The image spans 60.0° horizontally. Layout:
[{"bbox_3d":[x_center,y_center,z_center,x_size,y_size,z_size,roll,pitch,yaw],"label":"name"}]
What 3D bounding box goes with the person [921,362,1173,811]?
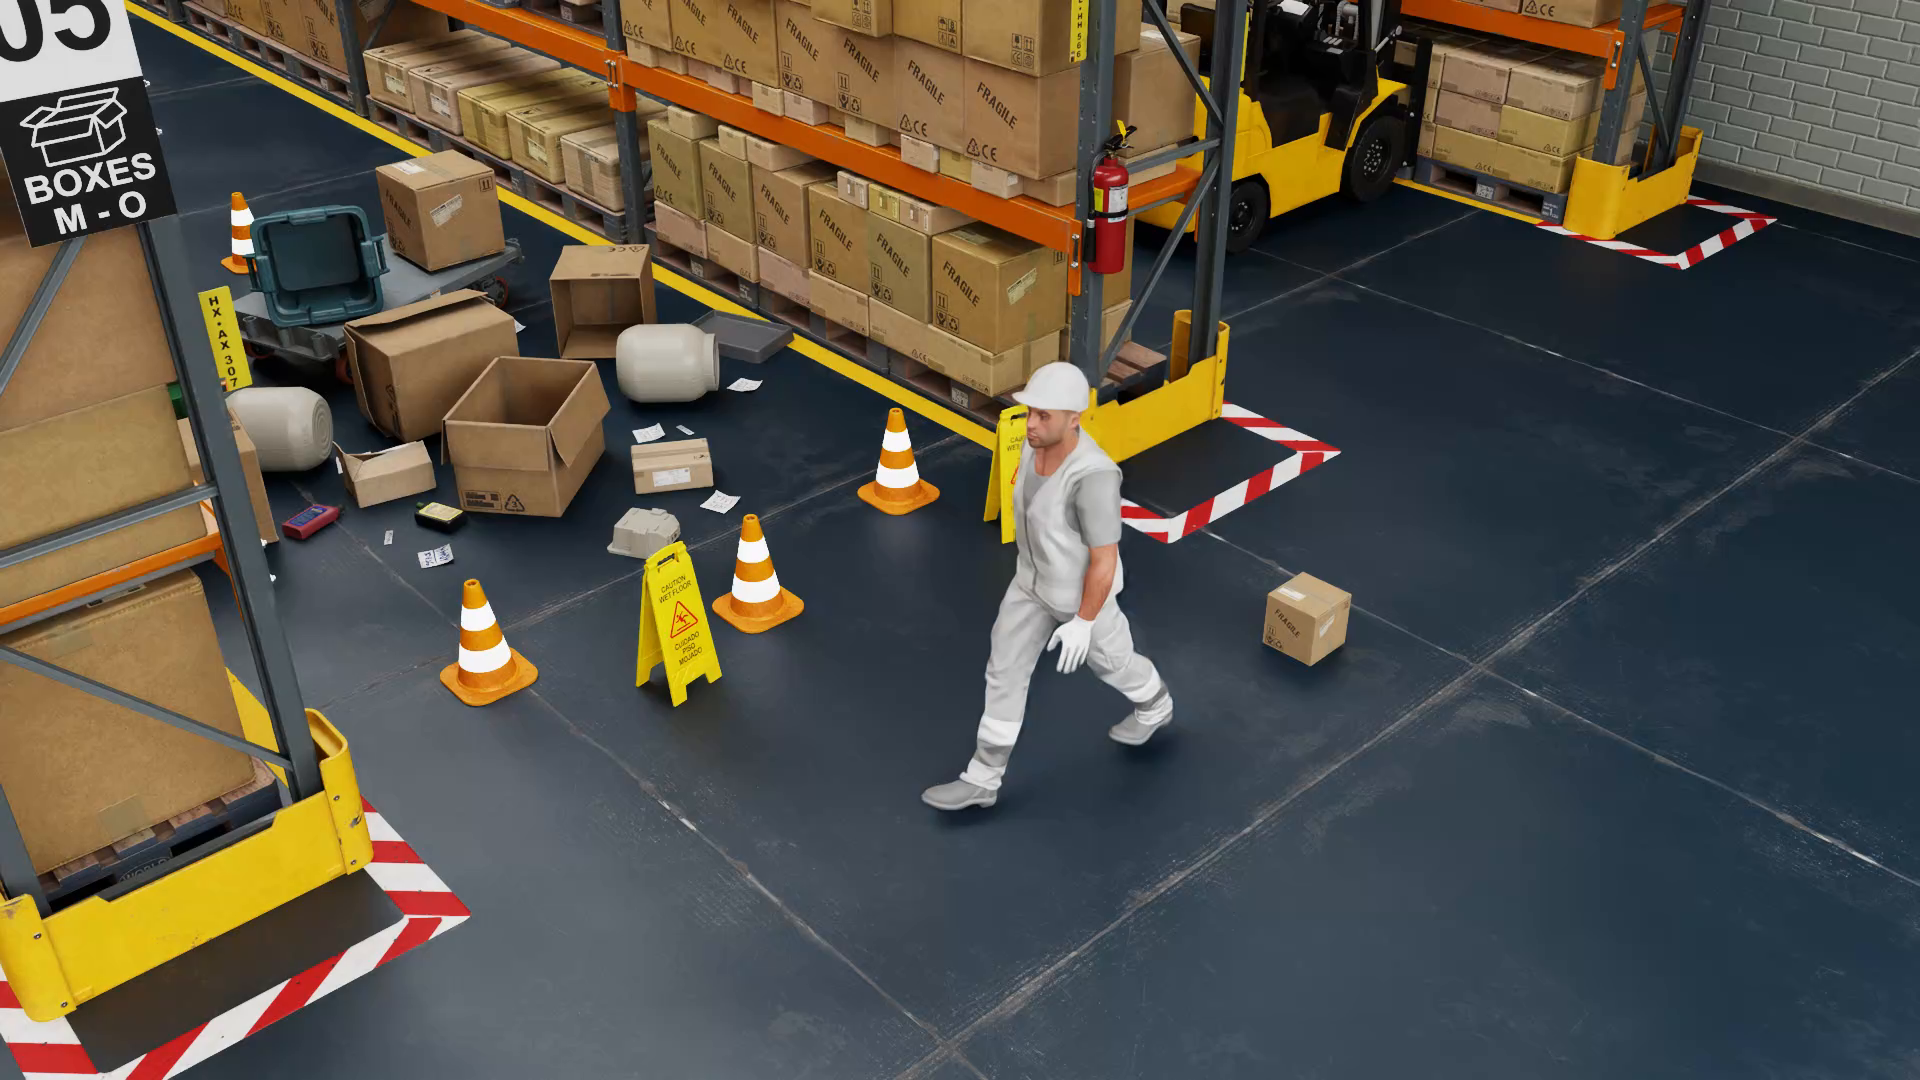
[{"bbox_3d":[0.366,0.165,5.867,1.088,1.738,0.575,-21,37,-30],"label":"person"}]
